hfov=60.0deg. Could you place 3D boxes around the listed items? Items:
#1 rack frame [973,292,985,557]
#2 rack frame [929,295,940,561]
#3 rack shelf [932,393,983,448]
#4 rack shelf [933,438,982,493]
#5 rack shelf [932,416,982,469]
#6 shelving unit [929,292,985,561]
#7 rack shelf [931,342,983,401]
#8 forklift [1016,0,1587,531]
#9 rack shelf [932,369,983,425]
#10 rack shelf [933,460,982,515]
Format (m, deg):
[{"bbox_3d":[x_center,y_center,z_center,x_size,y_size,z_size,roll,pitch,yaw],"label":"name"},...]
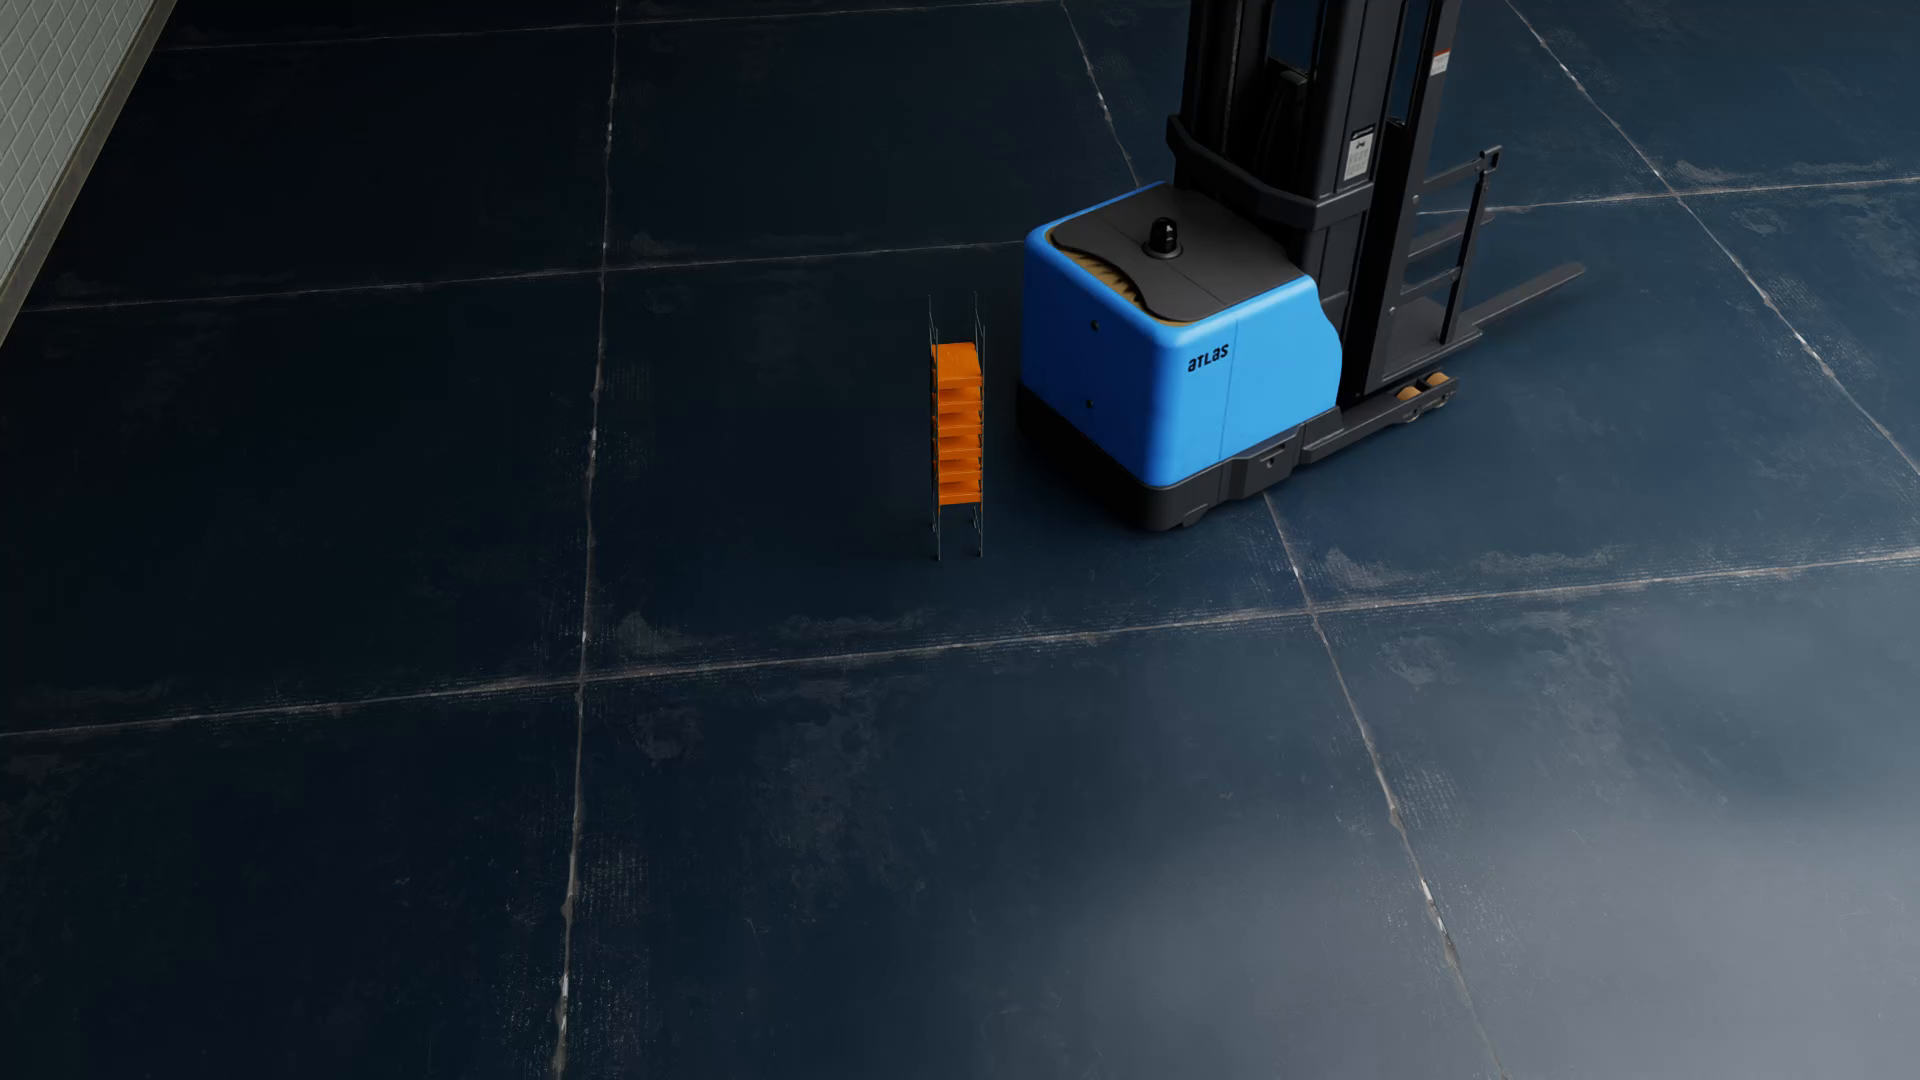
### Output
[{"bbox_3d":[0.076,-0.452,6.856,0.006,1.200,0.240,-5,42,-6],"label":"rack frame"},{"bbox_3d":[-0.105,-0.436,6.838,0.006,1.200,0.240,-5,42,-6],"label":"rack frame"},{"bbox_3d":[-0.014,-0.500,6.796,0.180,0.103,0.258,-5,42,-6],"label":"rack shelf"},{"bbox_3d":[-0.014,-0.322,6.957,0.180,0.103,0.258,-5,42,-6],"label":"rack shelf"},{"bbox_3d":[-0.014,-0.411,6.876,0.180,0.103,0.258,-5,42,-6],"label":"rack shelf"},{"bbox_3d":[-0.014,-0.444,6.847,0.189,1.200,0.258,-5,42,-6],"label":"shelving unit"},{"bbox_3d":[-0.014,-0.679,6.635,0.180,0.103,0.258,-5,42,-6],"label":"rack shelf"},{"bbox_3d":[1.760,-1.912,7.181,3.031,2.935,1.130,-25,48,-25],"label":"forklift"},{"bbox_3d":[-0.014,-0.589,6.716,0.180,0.103,0.258,-5,42,-6],"label":"rack shelf"},{"bbox_3d":[-0.014,-0.233,7.037,0.180,0.103,0.258,-5,42,-6],"label":"rack shelf"}]
